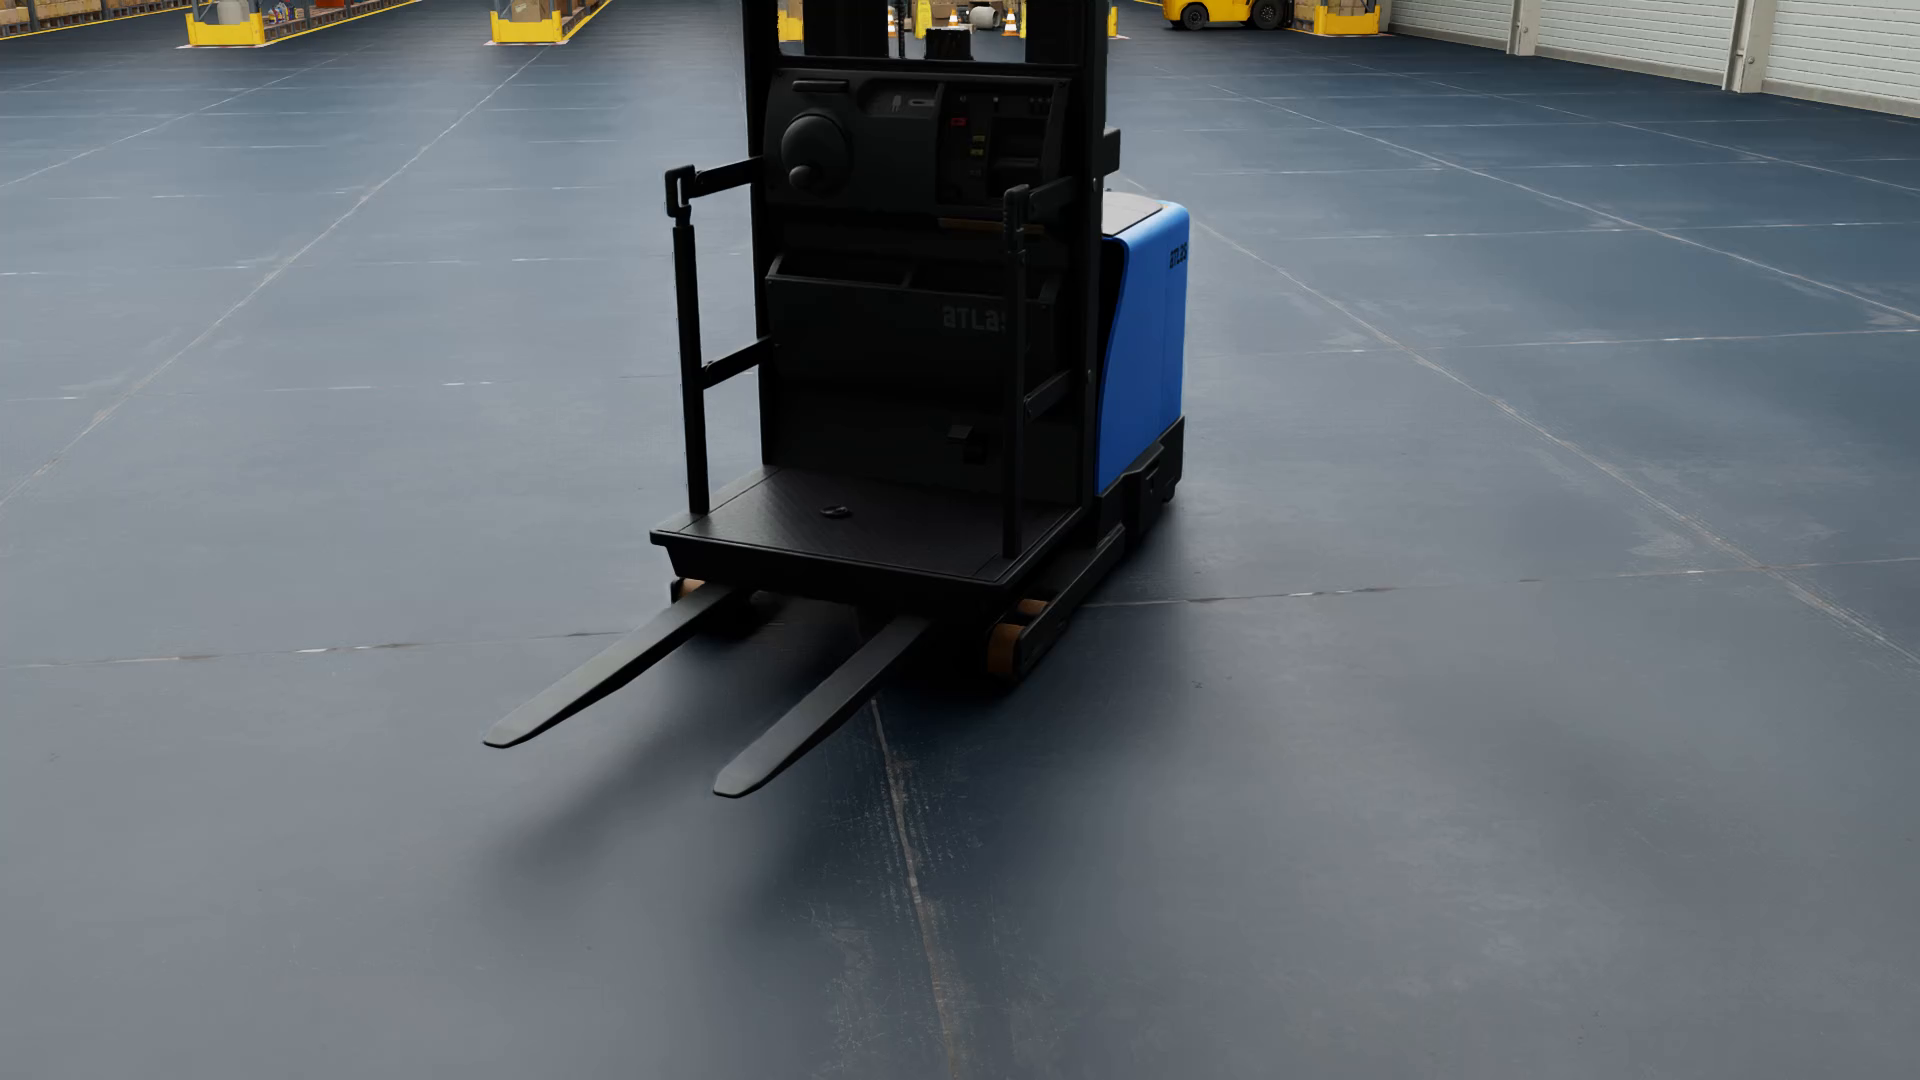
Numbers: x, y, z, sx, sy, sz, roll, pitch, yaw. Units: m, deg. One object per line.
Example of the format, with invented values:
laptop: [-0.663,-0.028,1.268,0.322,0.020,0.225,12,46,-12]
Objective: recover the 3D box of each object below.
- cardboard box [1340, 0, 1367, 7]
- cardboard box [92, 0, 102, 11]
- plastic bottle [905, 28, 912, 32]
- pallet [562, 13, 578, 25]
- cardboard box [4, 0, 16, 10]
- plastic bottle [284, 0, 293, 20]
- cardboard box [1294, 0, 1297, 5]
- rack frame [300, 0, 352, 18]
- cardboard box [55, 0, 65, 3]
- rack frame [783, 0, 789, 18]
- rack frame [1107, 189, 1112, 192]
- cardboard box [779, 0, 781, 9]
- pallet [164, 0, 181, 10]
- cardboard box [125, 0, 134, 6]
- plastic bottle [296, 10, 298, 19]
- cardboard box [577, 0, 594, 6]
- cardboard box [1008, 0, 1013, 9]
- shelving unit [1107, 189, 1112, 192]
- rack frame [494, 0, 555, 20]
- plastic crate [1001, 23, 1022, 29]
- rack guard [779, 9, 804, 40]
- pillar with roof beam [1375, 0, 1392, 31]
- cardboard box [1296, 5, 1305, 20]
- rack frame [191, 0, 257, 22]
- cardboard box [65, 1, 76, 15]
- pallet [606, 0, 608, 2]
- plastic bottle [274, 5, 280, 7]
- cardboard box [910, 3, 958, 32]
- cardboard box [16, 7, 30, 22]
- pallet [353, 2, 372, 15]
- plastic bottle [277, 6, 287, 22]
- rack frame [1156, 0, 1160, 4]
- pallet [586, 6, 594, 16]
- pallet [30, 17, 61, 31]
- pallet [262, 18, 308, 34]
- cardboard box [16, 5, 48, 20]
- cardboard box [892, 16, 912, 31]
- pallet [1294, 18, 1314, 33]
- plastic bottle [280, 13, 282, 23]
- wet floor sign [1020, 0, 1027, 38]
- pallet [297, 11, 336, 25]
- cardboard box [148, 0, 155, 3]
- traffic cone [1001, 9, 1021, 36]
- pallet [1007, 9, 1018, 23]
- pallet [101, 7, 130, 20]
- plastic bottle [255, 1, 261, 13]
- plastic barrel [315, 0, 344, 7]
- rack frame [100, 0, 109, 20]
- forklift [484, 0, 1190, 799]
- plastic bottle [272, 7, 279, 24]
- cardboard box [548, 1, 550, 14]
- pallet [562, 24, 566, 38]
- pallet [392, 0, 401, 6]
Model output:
cardboard box: [7.322,-10.162,31.253,0.500,0.250,0.500,-3,21,-7]
cardboard box: [-18.172,-11.105,34.491,0.500,0.250,0.500,-2,21,-6]
plastic bottle: [-1.033,-9.662,31.498,0.133,0.061,0.283,-11,23,-26]
pallet: [-8.223,-10.443,33.374,1.003,0.211,1.213,-3,21,-8]
cardboard box: [-17.569,-9.918,30.241,0.500,0.500,0.500,-3,21,-8]
plastic bottle: [-12.605,-9.920,31.146,0.144,0.351,0.185,-4,21,-10]
cardboard box: [6.648,-10.494,32.140,0.500,0.250,0.500,-3,21,-9]
rack frame: [-13.588,-12.615,35.204,1.000,3.000,0.127,-3,21,-8]
cardboard box: [-17.869,-10.661,32.501,0.500,0.311,0.500,-4,21,-10]
rack frame: [-2.610,-10.310,29.033,1.000,3.000,0.127,-3,21,-8]
rack frame: [0.473,-0.837,6.456,0.200,1.050,0.008,9,21,23]
cardboard box: [-2.902,-10.047,30.766,0.875,0.875,0.875,-3,21,-9]
pallet: [-19.164,-12.682,39.371,1.003,0.211,1.213,-3,21,-8]
cardboard box: [-18.421,-11.928,36.309,0.500,0.500,0.500,-3,21,-8]
plastic bottle: [-12.650,-10.015,31.614,0.097,0.201,0.097,0,20,0]
cardboard box: [-8.765,-12.306,36.813,1.225,0.875,0.875,-4,21,-10]
cardboard box: [1.512,-11.375,35.041,0.950,0.372,0.625,-2,21,-4]
shelving unit: [0.423,-0.801,6.351,0.215,1.050,0.252,9,21,23]
rack frame: [-7.533,-10.095,28.457,1.000,3.000,0.127,-3,21,-8]
plastic crate: [1.112,-10.027,32.448,0.402,0.080,0.583,-11,23,-26]
rack guard: [-2.607,-9.130,29.448,1.175,0.500,0.348,-3,21,-8]
pillar with roof beam: [3.716,-13.726,29.605,9.100,9.000,0.400,-3,21,-8]
cardboard box: [6.742,-10.074,31.731,0.500,0.250,0.500,-3,21,-8]
rack frame: [-12.434,-9.845,27.788,1.000,3.000,0.127,-3,21,-8]
cardboard box: [-17.948,-10.574,33.071,0.500,0.250,0.500,-3,21,-7]
pallet: [-9.647,-14.055,43.046,1.003,0.211,1.213,-3,21,-8]
plastic bottle: [-12.748,-9.869,31.116,0.152,0.276,0.135,-3,21,-8]
cardboard box: [-0.485,-9.905,31.518,0.637,0.503,0.797,17,27,39]
cardboard box: [-17.630,-9.740,30.838,0.500,0.250,0.500,-3,21,-8]
pallet: [-13.915,-12.001,37.545,1.003,0.211,1.213,-3,21,-8]
plastic bottle: [-12.539,-9.717,30.709,0.152,0.276,0.135,-3,21,-7]
rack frame: [5.455,-15.001,41.593,1.000,3.000,0.127,-3,21,-8]
pallet: [-8.725,-11.835,37.102,1.003,0.211,1.213,-3,21,-8]
pallet: [-18.058,-9.928,31.996,1.003,0.211,1.213,-3,21,-8]
pallet: [-12.955,-9.689,31.355,1.003,0.211,1.213,-3,21,-8]
cardboard box: [-17.726,-10.042,31.645,0.500,0.250,0.500,-3,21,-9]
cardboard box: [-1.117,-9.912,31.874,0.396,0.266,0.258,1,20,2]
pallet: [7.033,-9.802,31.660,1.003,0.211,1.213,-3,21,-8]
plastic bottle: [-12.465,-9.571,30.425,0.097,0.201,0.097,0,20,0]
wet floor sign: [1.242,-9.372,29.886,0.267,0.644,0.232,4,21,11]
pallet: [-13.342,-10.617,33.840,1.003,0.211,1.213,-3,21,-8]
cardboard box: [-18.649,-12.458,37.729,0.500,0.500,0.500,-3,21,-8]
traffic cone: [0.935,-9.490,30.463,0.336,0.463,0.334,-3,21,-8]
pallet: [1.583,-10.943,34.712,1.003,0.211,1.213,-3,21,-8]
pallet: [-18.560,-11.320,35.723,1.003,0.211,1.213,-3,21,-8]
plastic bottle: [-13.163,-9.902,31.097,0.144,0.351,0.185,-3,21,-8]
plastic barrel: [-13.675,-11.963,35.961,0.600,0.830,0.708,-3,21,-8]
rack frame: [-18.490,-12.366,34.538,1.000,3.000,0.127,-3,21,-8]
forklift: [-0.214,-1.143,4.587,1.130,2.935,3.031,8,22,21]
plastic bottle: [-12.402,-9.501,30.121,0.061,0.283,0.133,-3,21,-7]
cardboard box: [-7.798,-9.760,30.534,0.500,0.500,0.500,-1,21,-3]
pallet: [-7.626,-9.098,29.773,1.003,0.211,1.213,-3,21,-8]
pallet: [-14.488,-13.369,41.210,1.003,0.211,1.213,-3,21,-8]
